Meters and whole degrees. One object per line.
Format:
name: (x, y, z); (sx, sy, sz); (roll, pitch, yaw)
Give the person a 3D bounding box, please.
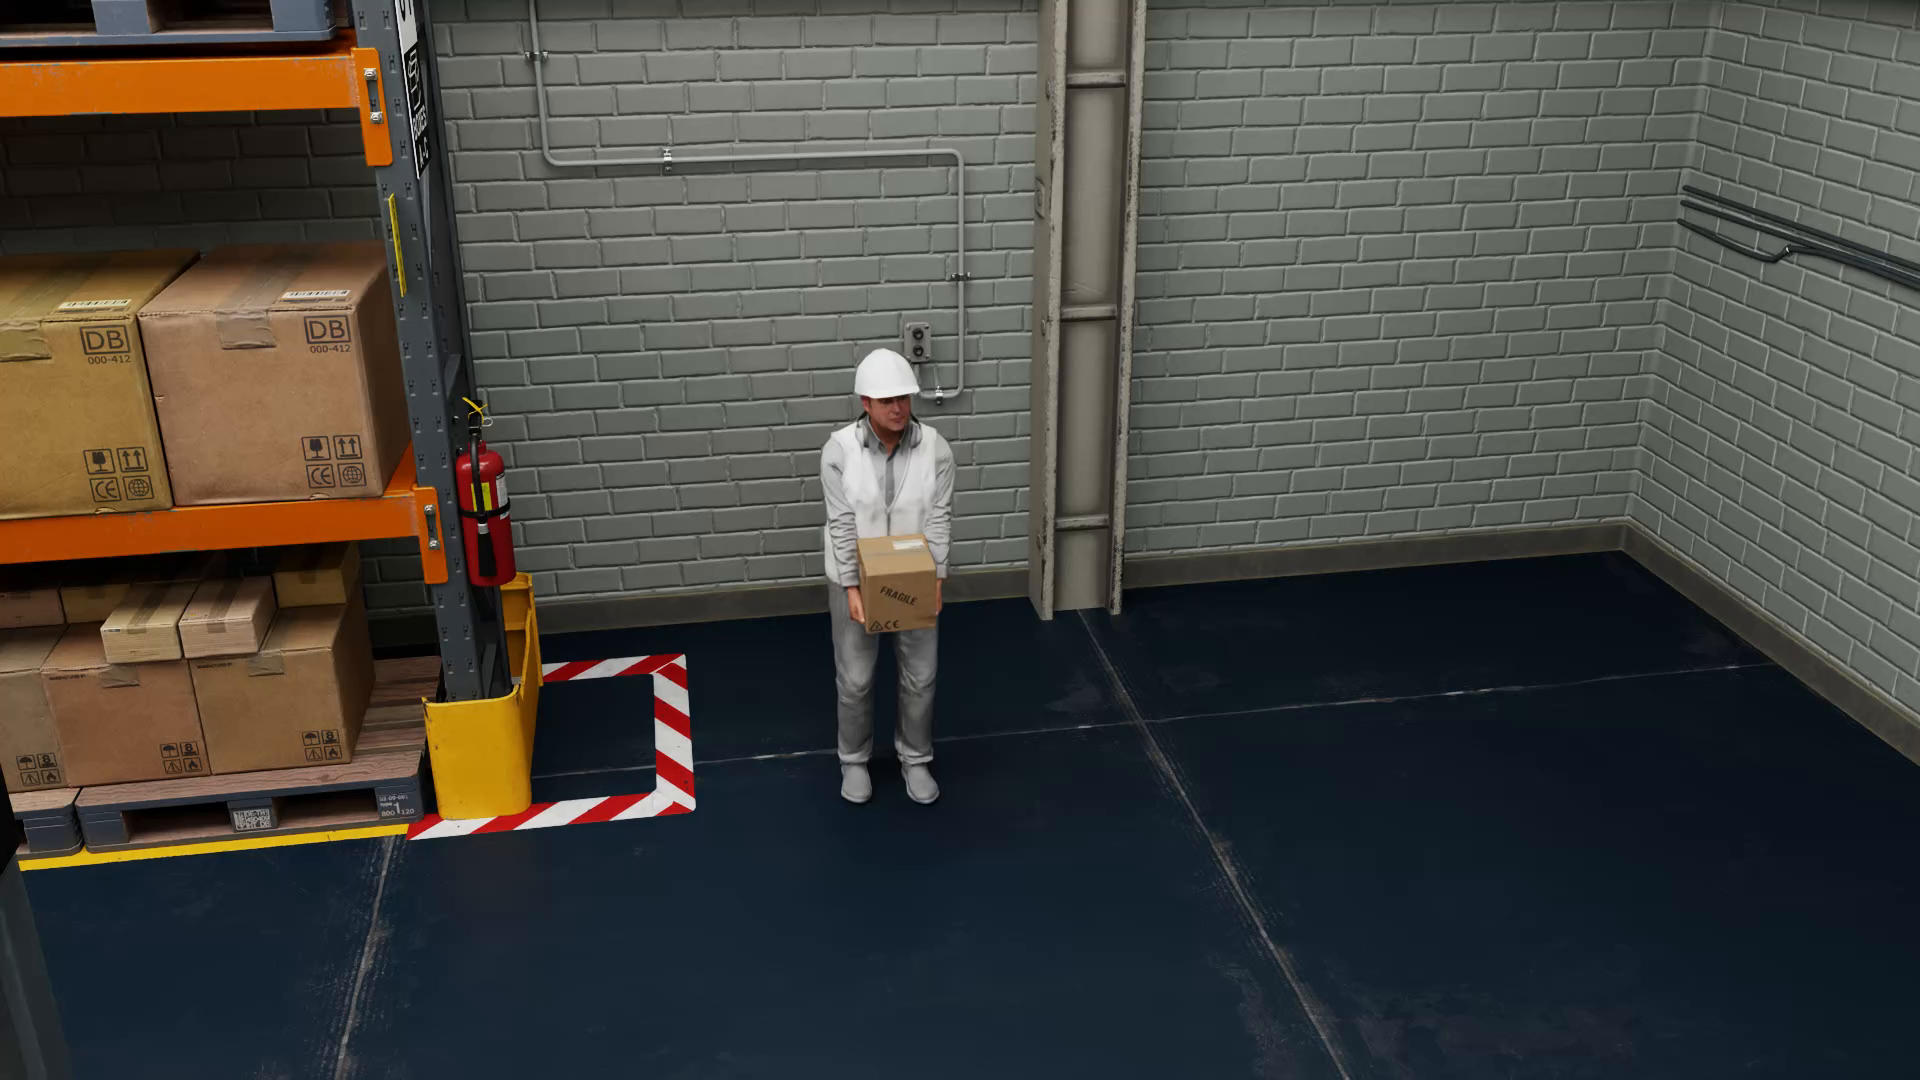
person: (-0.259, 0.168, 6.180); (0.480, 1.772, 0.558); (-5, 24, -11)
